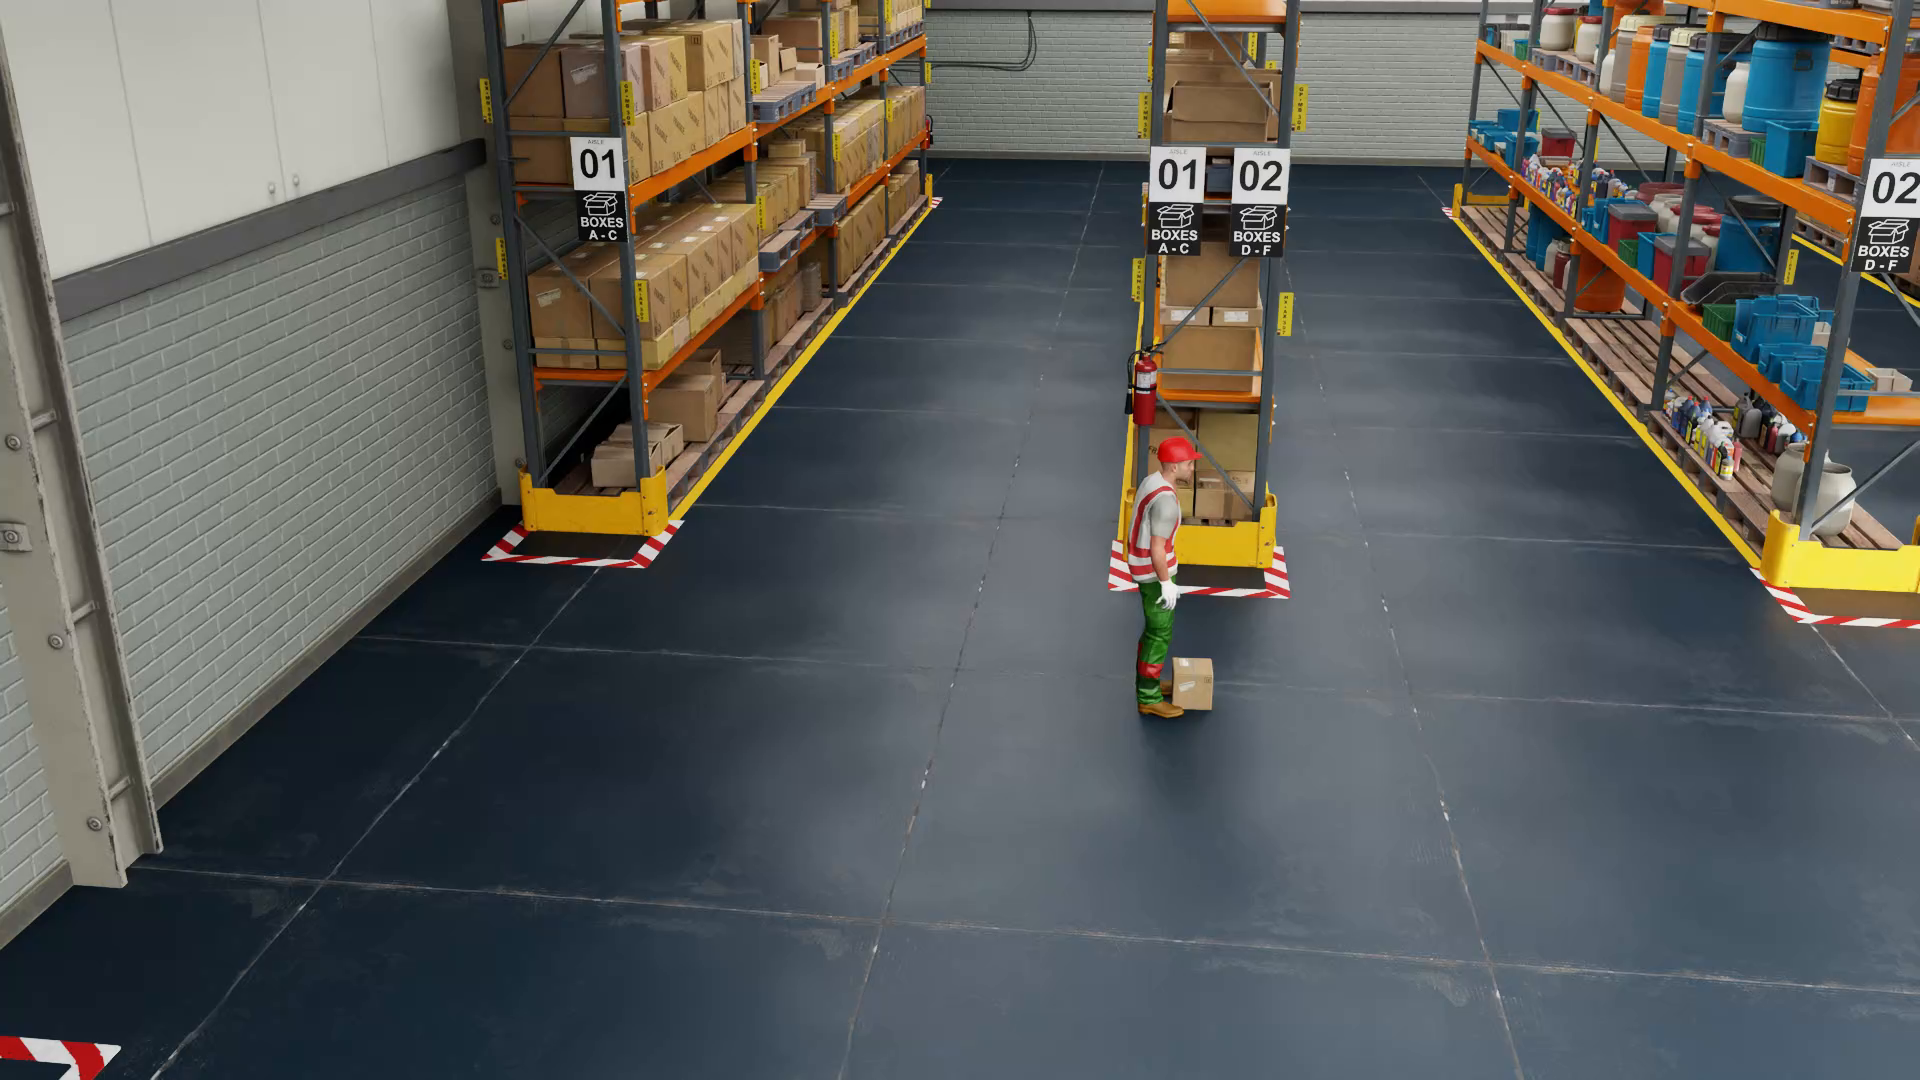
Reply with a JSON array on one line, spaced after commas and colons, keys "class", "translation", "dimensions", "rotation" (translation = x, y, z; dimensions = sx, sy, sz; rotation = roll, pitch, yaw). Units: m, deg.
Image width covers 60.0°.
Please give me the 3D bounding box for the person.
[{"class": "person", "translation": [1.276, 0.206, 10.521], "dimensions": [0.445, 1.781, 0.621], "rotation": [1, 21, 4]}]
